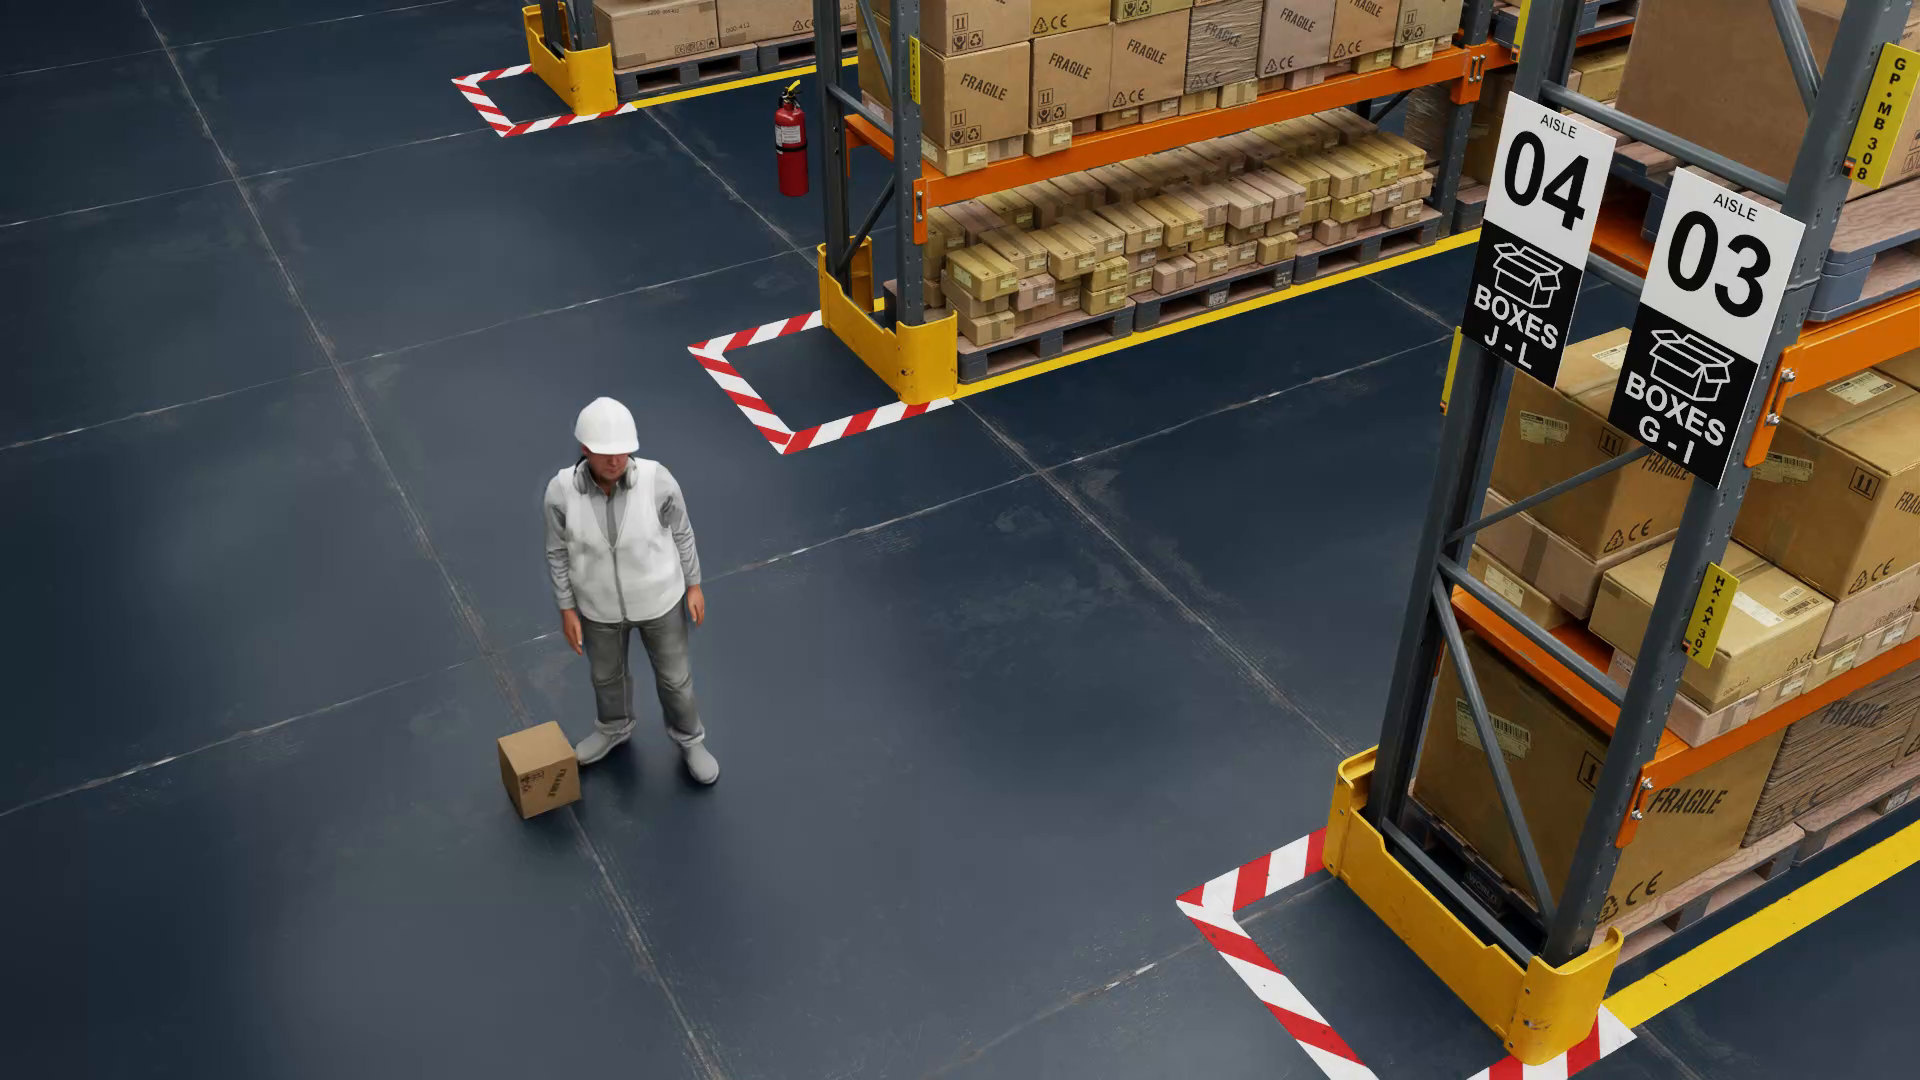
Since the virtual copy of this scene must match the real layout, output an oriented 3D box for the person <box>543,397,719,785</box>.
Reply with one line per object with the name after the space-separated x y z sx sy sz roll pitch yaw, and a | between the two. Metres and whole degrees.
-1.337 0.233 6.571 0.641 1.775 0.408 -2 37 -3 | person
